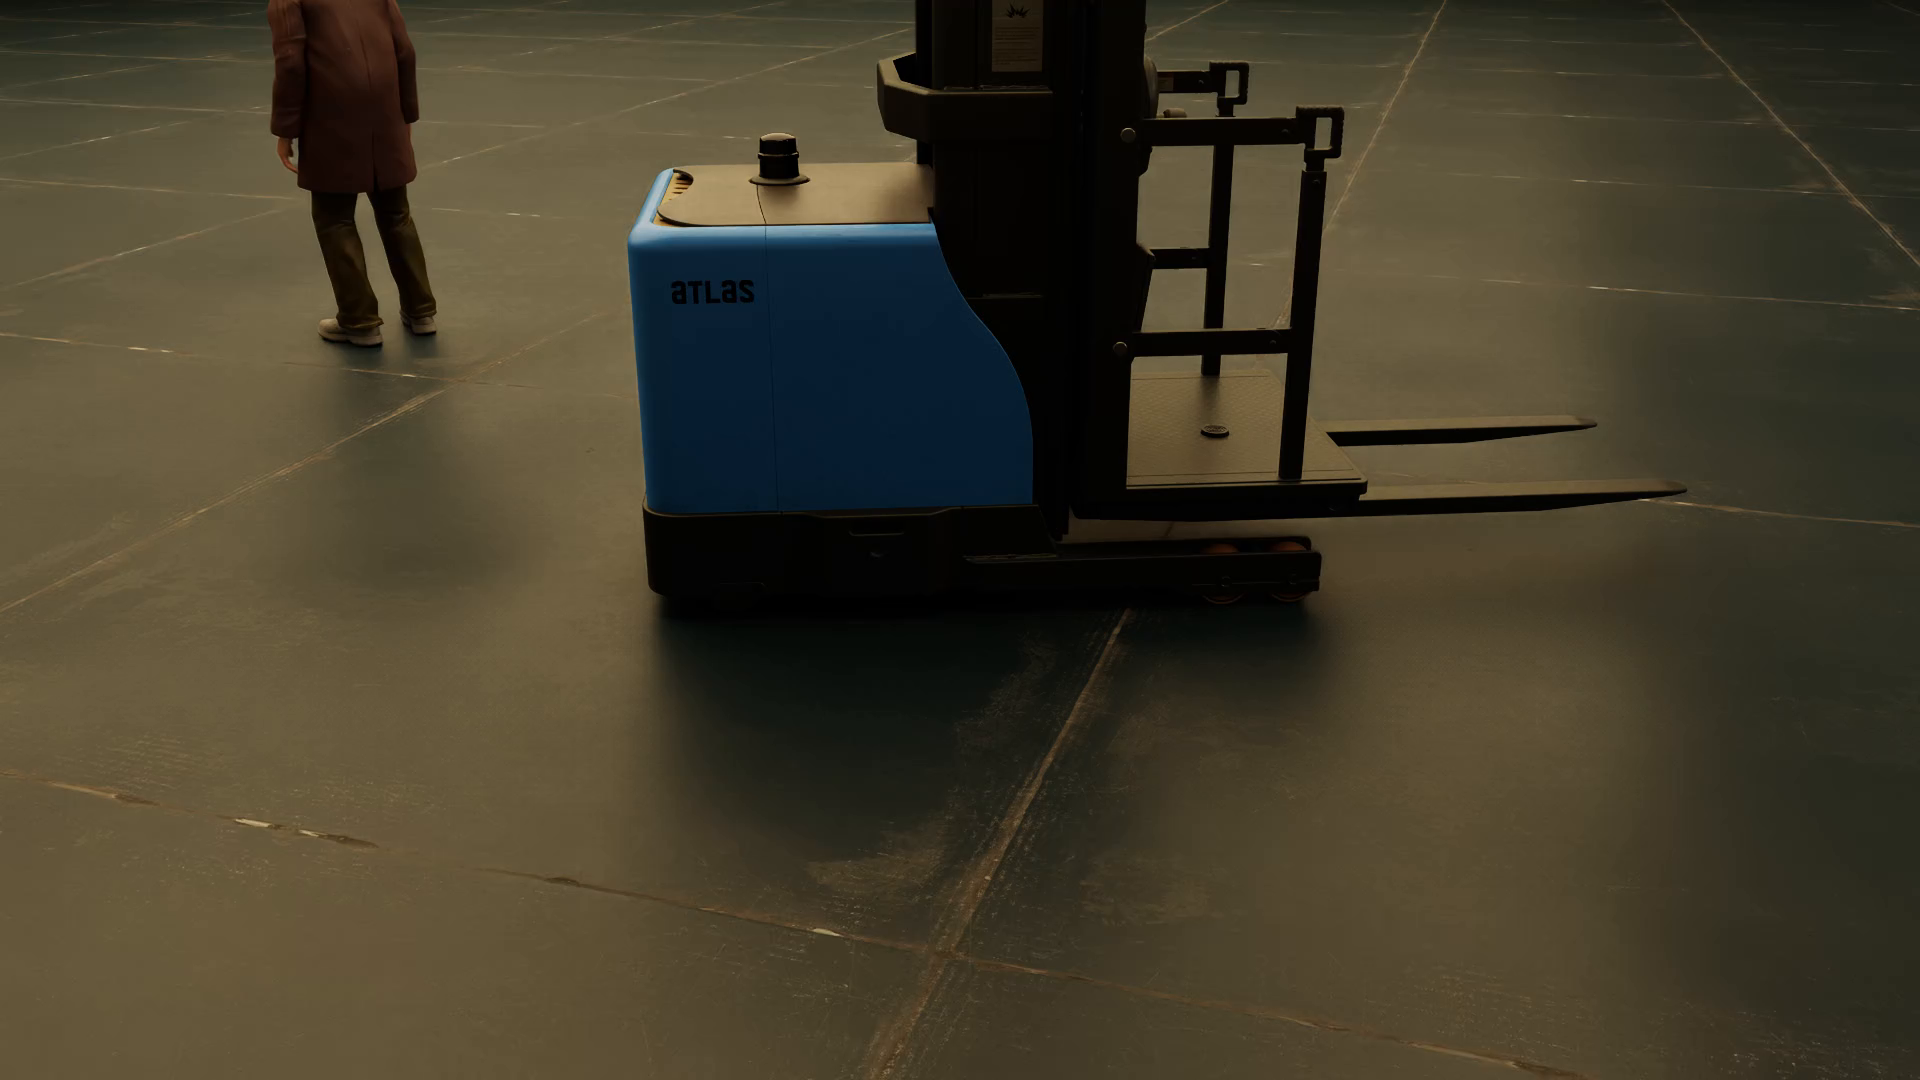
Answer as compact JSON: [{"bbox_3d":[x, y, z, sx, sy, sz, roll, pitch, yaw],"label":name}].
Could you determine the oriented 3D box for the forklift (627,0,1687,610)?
[{"bbox_3d":[0.606,-1.374,4.608,3.031,2.935,1.130,-2,23,-4],"label":"forklift"}]

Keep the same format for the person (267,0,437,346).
[{"bbox_3d":[-2.549,-1.712,6.941,0.424,1.774,0.656,19,29,38],"label":"person"}]
